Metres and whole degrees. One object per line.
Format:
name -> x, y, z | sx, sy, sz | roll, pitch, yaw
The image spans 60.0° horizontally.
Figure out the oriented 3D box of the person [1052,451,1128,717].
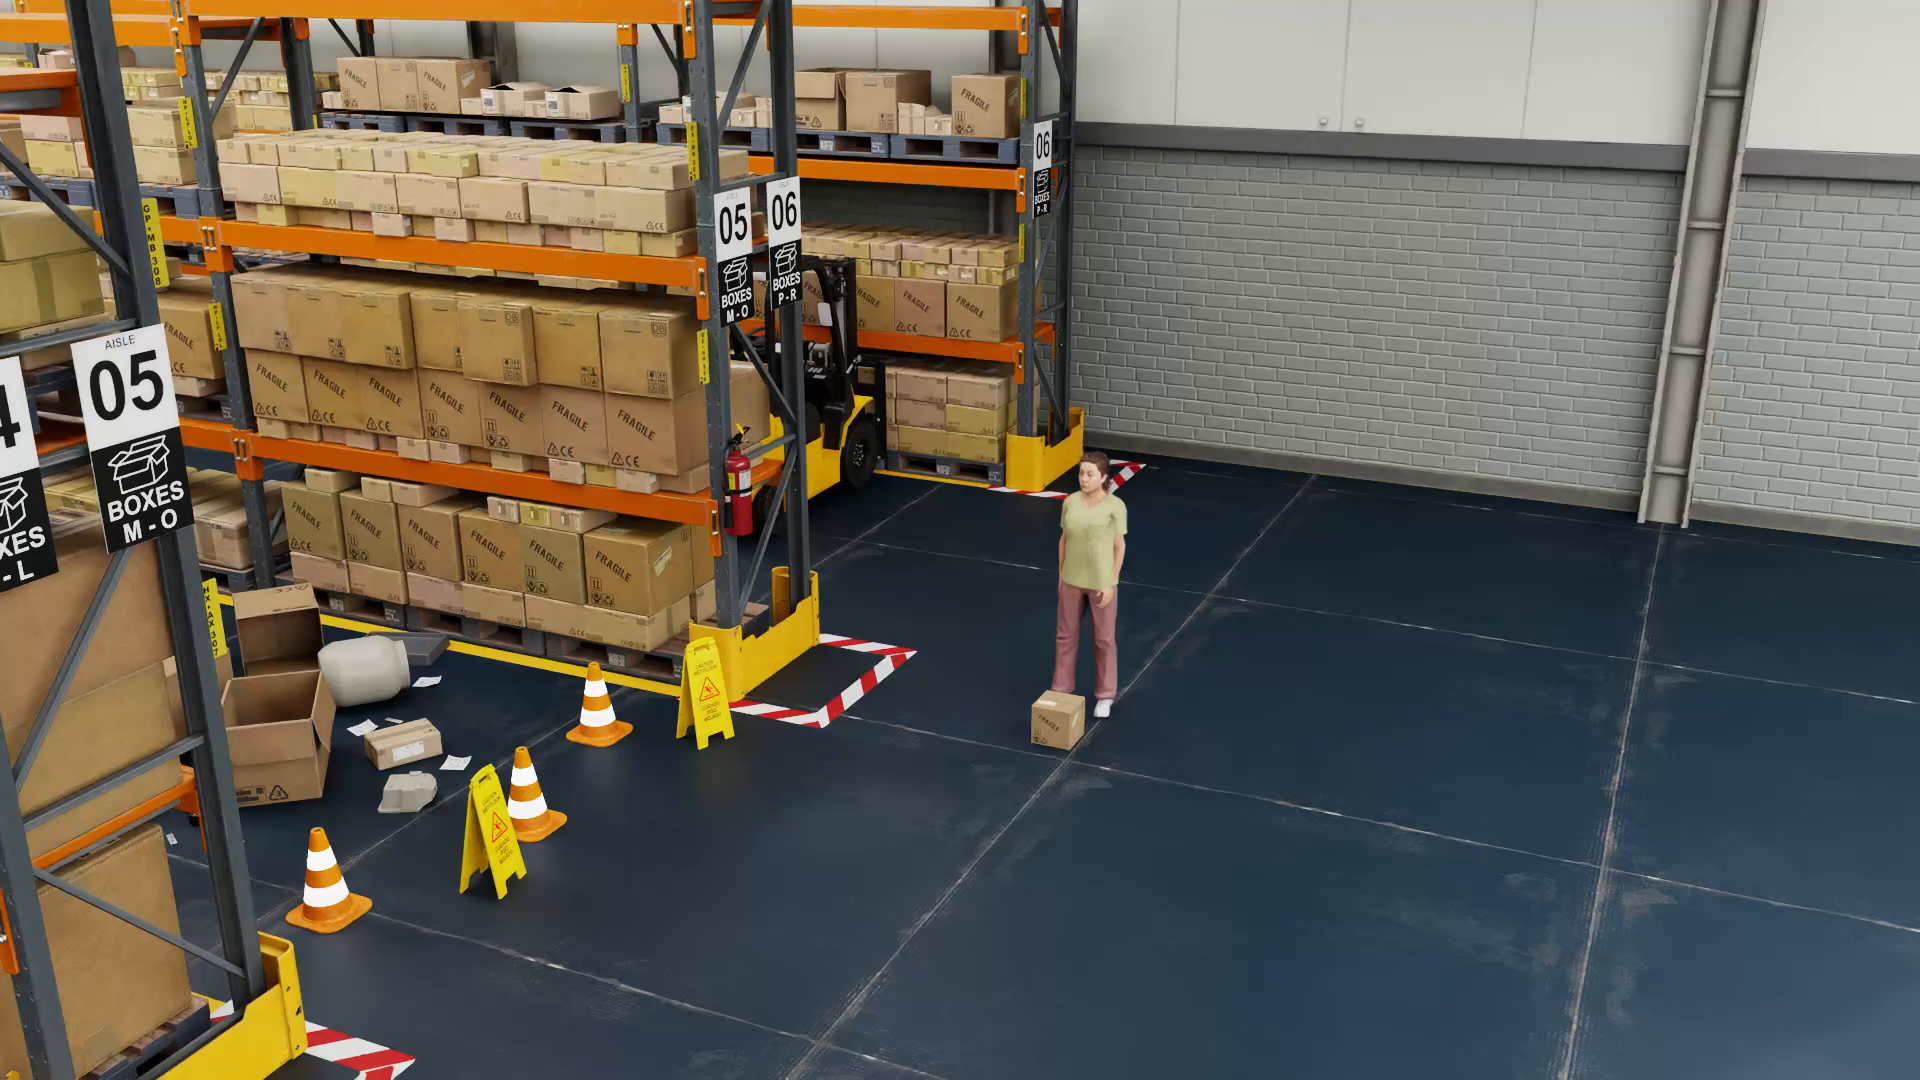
person -> 0.790, 0.271, 10.261 | 0.444, 1.673, 0.409 | 9, 21, 23
